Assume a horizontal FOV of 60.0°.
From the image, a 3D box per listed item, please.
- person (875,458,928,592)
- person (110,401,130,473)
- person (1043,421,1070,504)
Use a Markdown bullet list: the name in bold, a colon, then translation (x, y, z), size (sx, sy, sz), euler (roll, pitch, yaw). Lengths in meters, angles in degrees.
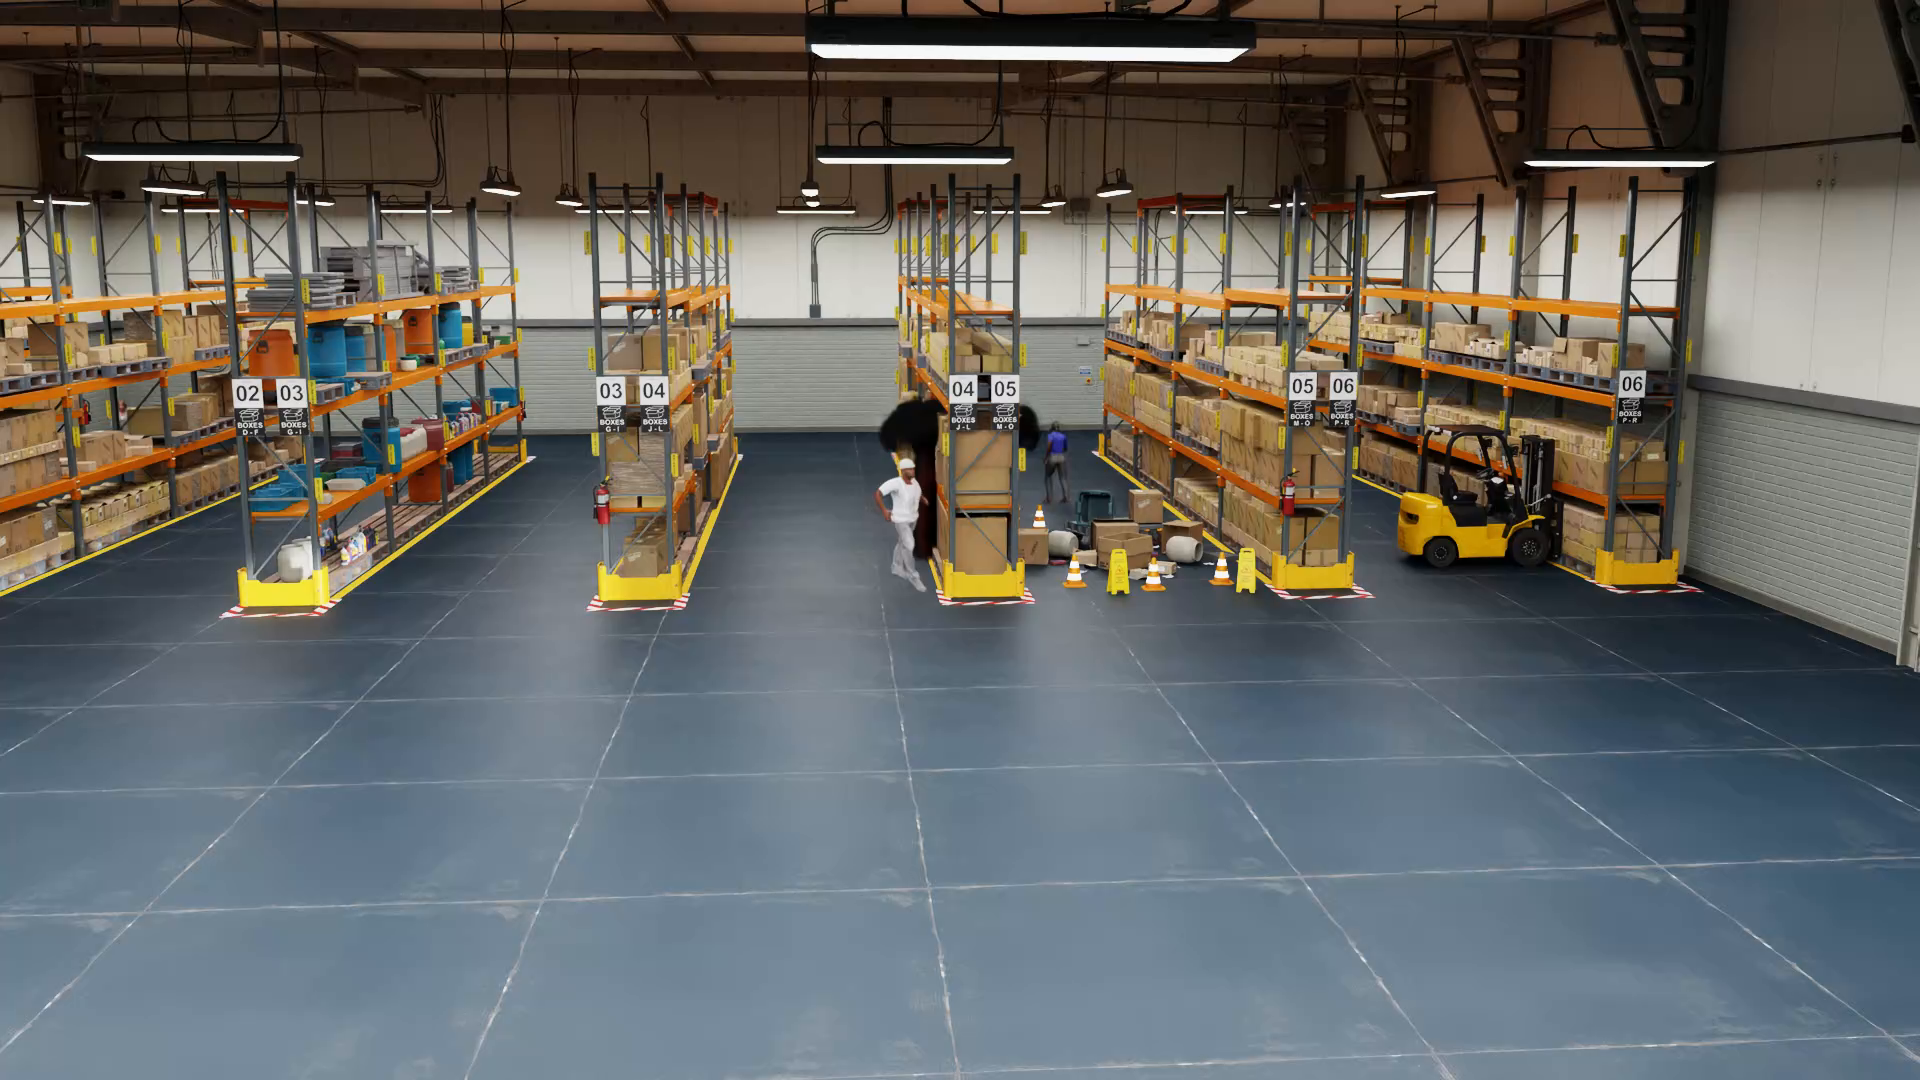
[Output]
- **person**: translation (-0.790, -0.221, 23.391), size (0.693, 1.874, 0.806), euler (7, 12, 36)
- **person**: translation (-18.835, -2.351, 37.498), size (0.551, 1.596, 0.830), euler (-3, 11, -18)
- **person**: translation (1.886, -1.489, 32.510), size (0.583, 1.636, 0.952), euler (-3, 11, -18)
